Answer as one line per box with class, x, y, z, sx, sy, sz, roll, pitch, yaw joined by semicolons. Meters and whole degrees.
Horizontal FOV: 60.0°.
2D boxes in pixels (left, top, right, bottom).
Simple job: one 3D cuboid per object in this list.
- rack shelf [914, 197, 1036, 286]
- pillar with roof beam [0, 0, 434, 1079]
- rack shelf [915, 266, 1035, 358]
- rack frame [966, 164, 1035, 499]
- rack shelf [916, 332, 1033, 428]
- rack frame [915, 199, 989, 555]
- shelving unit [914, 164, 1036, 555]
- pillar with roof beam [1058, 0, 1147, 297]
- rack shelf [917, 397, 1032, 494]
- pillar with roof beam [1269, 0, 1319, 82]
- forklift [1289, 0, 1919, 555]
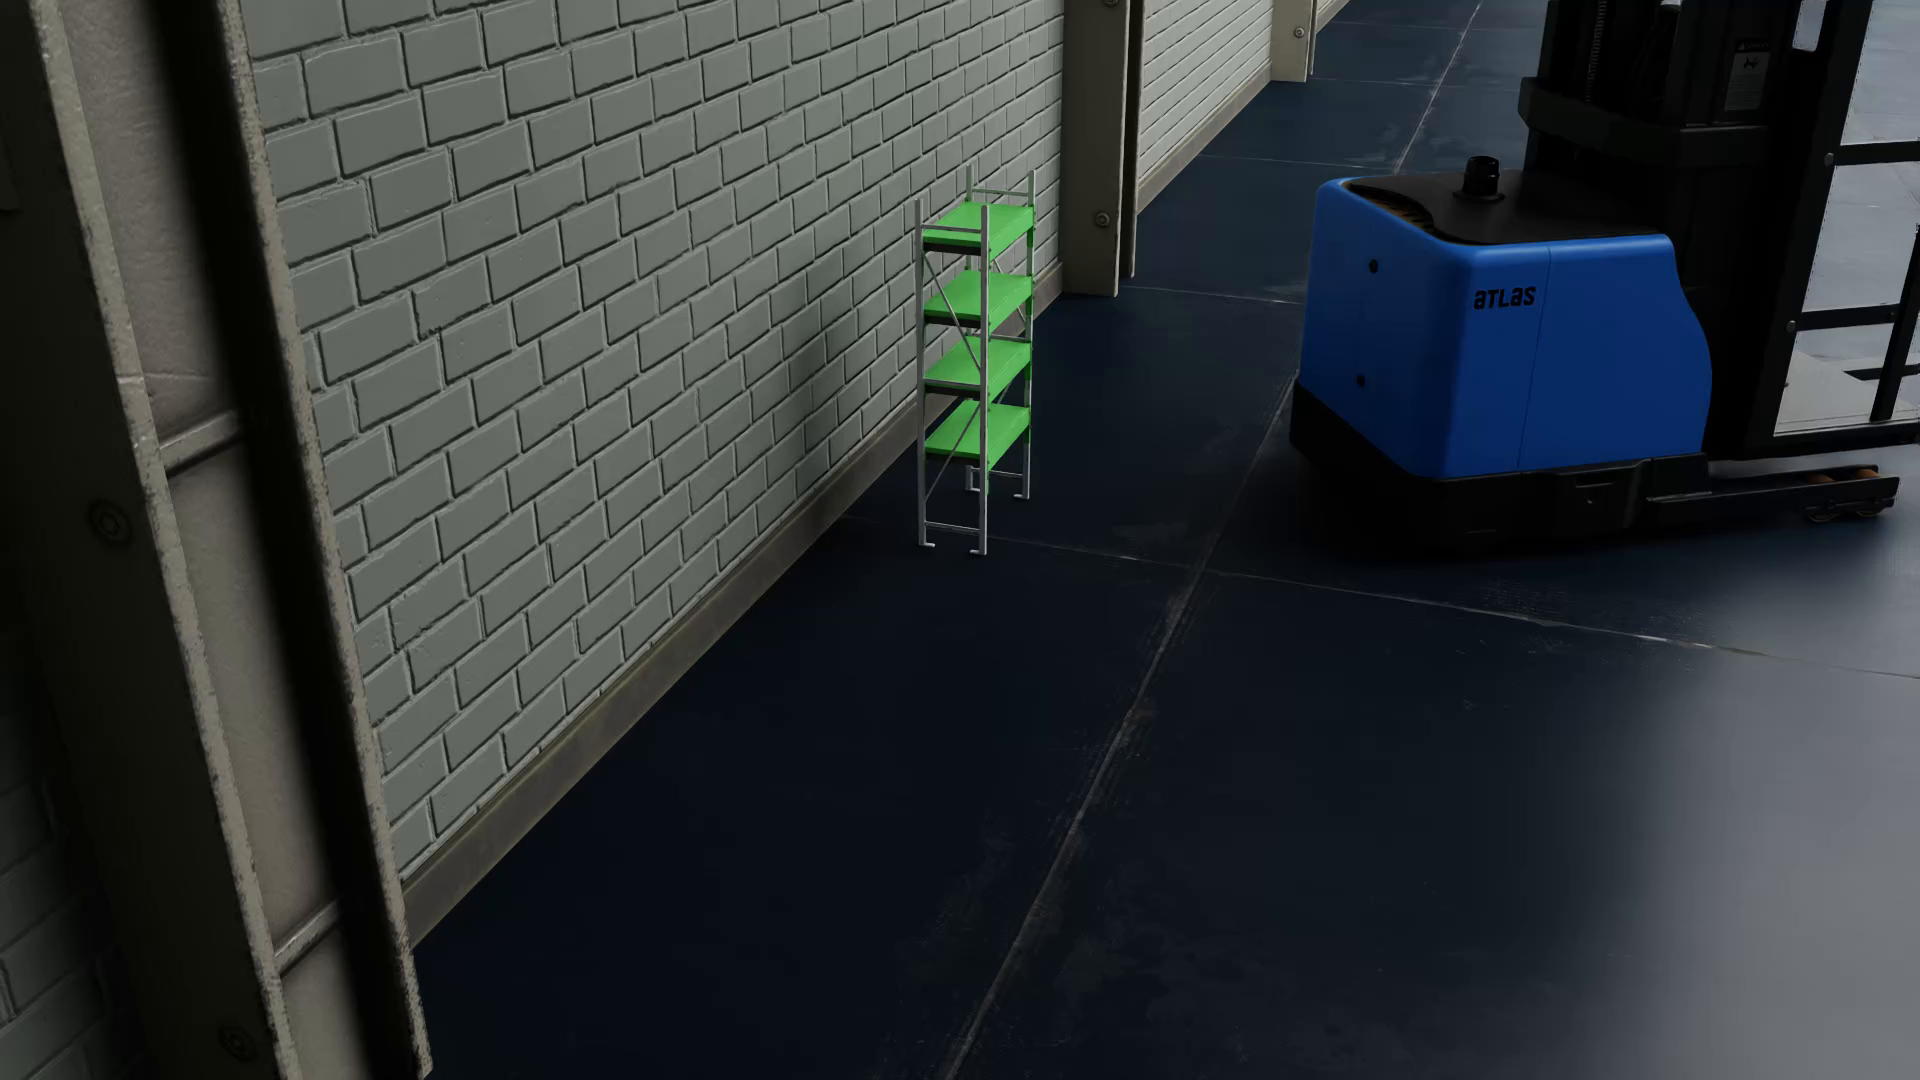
rack shelf;0.055;-0.983;5.448;0.258;0.148;0.480;9;27;17
pillar with roof beam;2.751;-2.268;0.108;9.100;9.000;0.400;9;27;17
rack shelf;0.055;-0.767;5.552;0.258;0.148;0.480;9;27;17
rack frame;0.136;-0.708;5.836;0.240;1.200;0.015;9;27;17
rack shelf;0.055;-0.551;5.657;0.258;0.148;0.480;9;27;17
rack frame;-0.026;-0.508;5.422;0.240;1.200;0.015;9;27;17
shelving unit;0.055;-0.608;5.629;0.258;1.200;0.503;9;27;17
pillar with roof beam;4.747;-4.734;5.201;9.100;9.000;0.400;9;27;17
rack shelf;0.055;-0.335;5.761;0.258;0.148;0.480;9;27;17
pillar with roof beam;6.744;-7.200;10.293;9.100;9.000;0.400;9;27;17
forklift;2.834;-1.599;5.688;3.031;2.935;1.130;-6;26;-12
